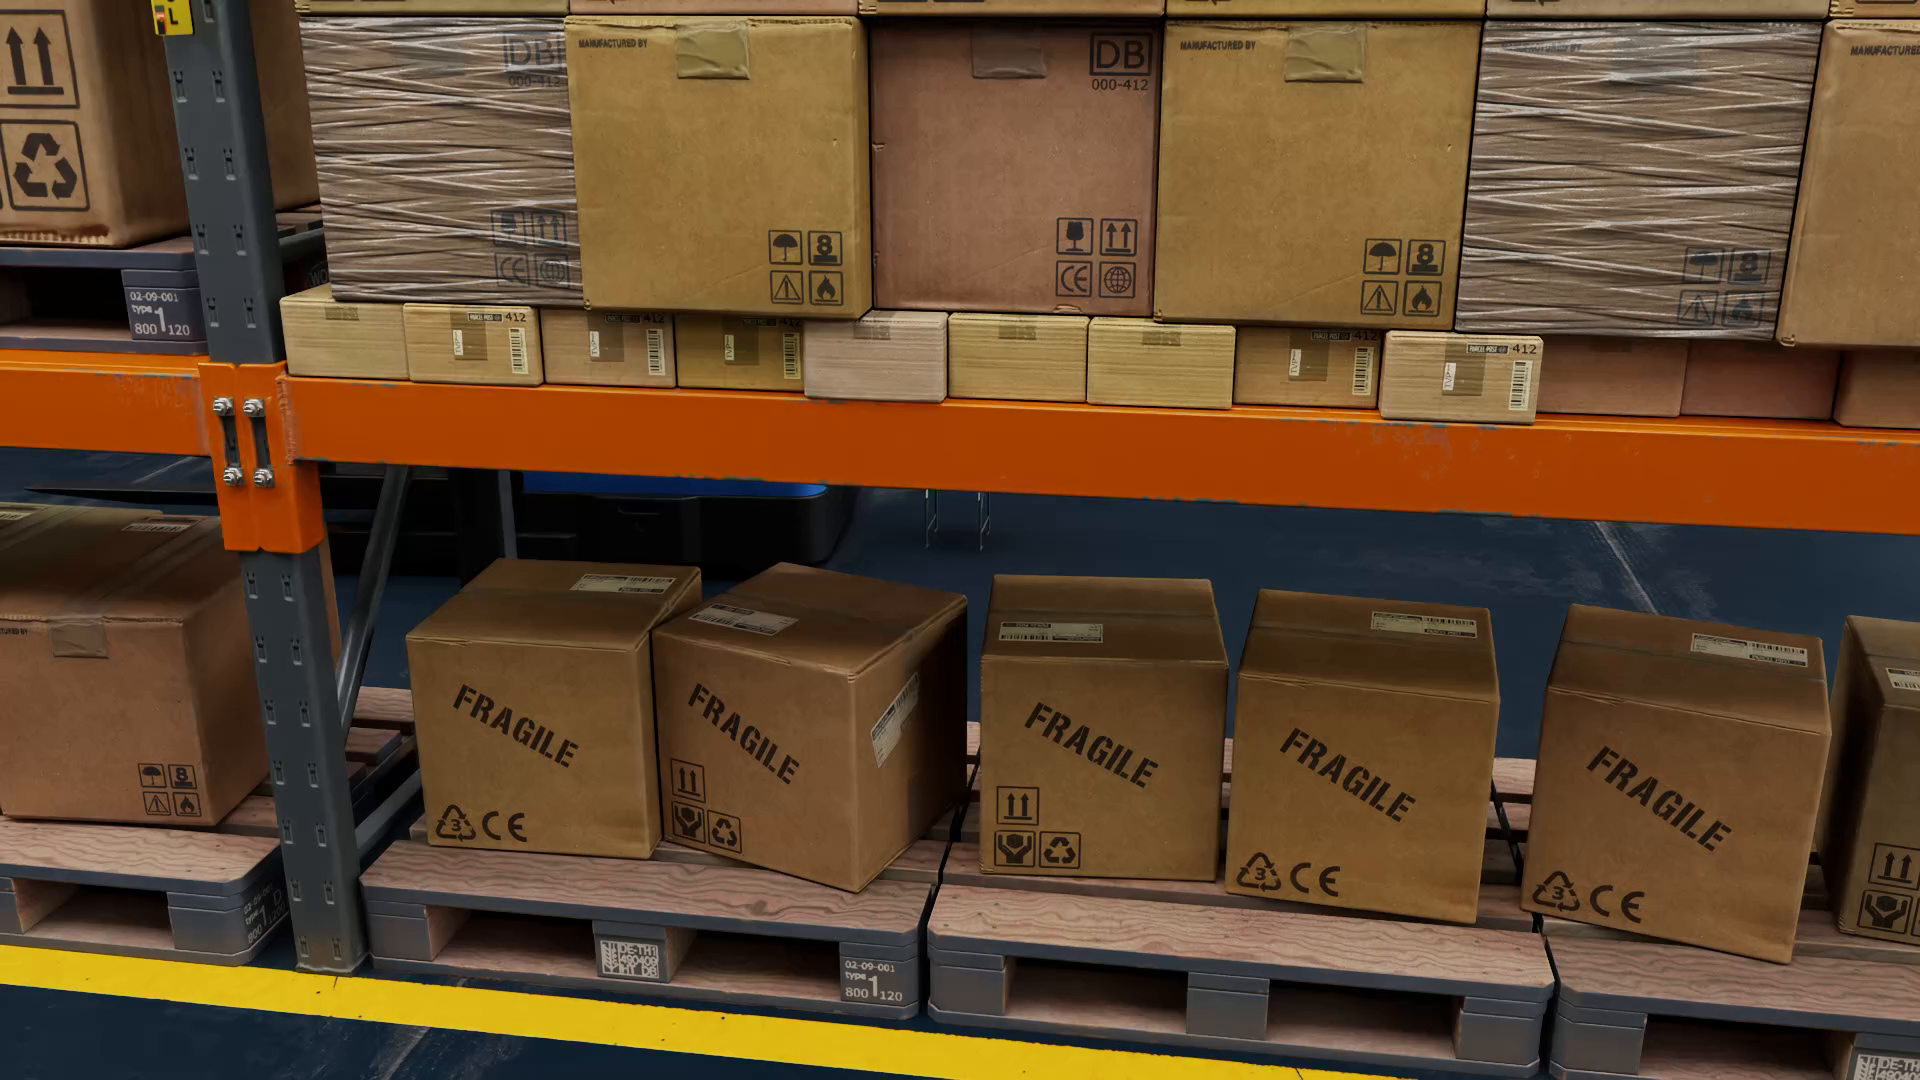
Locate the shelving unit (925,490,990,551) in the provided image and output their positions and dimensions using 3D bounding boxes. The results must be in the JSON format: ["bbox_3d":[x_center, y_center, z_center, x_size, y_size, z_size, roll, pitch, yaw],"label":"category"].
[{"bbox_3d":[-0.008,-0.427,6.162,0.210,0.900,0.258,3,19,9],"label":"shelving unit"}]

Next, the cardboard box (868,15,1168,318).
[{"bbox_3d":[0.159,-0.770,3.251,0.500,0.500,0.875,3,19,9],"label":"cardboard box"}]

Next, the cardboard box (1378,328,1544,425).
[{"bbox_3d":[0.864,-0.325,2.943,0.250,0.149,0.380,3,19,9],"label":"cardboard box"}]

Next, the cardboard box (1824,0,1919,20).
[{"bbox_3d":[1.599,-1.088,2.626,0.500,0.500,0.500,3,19,9],"label":"cardboard box"}]

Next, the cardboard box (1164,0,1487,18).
[{"bbox_3d":[0.614,-1.142,2.786,0.500,0.500,0.500,3,19,9],"label":"cardboard box"}]

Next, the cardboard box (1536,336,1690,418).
[{"bbox_3d":[1.125,-0.340,2.989,0.250,0.149,0.380,3,19,9],"label":"cardboard box"}]

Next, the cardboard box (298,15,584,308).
[{"bbox_3d":[-0.839,-0.800,3.340,0.500,0.500,0.875,3,19,9],"label":"cardboard box"}]

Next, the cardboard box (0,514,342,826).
[{"bbox_3d":[-1.876,0.286,3.968,0.500,0.500,0.700,1,19,4],"label":"cardboard box"}]

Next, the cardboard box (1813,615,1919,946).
[{"bbox_3d":[2.062,0.498,3.366,0.500,0.500,0.500,7,20,19],"label":"cardboard box"}]

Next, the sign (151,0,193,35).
[{"bbox_3d":[-1.358,-1.028,2.824,0.005,0.325,0.100,3,19,9],"label":"sign"}]

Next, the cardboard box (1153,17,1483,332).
[{"bbox_3d":[0.646,-0.732,3.137,0.500,0.500,0.875,3,19,9],"label":"cardboard box"}]

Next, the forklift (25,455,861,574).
[{"bbox_3d":[-1.940,-1.438,5.982,3.031,2.935,1.130,1,19,4],"label":"forklift"}]

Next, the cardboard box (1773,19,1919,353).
[{"bbox_3d":[1.625,-0.664,2.935,0.500,0.500,0.875,3,19,9],"label":"cardboard box"}]

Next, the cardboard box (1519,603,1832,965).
[{"bbox_3d":[1.467,0.478,3.424,0.500,0.500,0.500,8,20,23],"label":"cardboard box"}]

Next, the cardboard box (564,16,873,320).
[{"bbox_3d":[-0.351,-0.764,3.231,0.500,0.500,0.875,3,19,9],"label":"cardboard box"}]

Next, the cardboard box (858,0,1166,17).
[{"bbox_3d":[0.118,-1.164,2.851,0.500,0.500,0.500,3,19,9],"label":"cardboard box"}]

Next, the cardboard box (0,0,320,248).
[{"bbox_3d":[-2.035,-1.221,3.617,1.000,1.000,1.000,3,19,9],"label":"cardboard box"}]

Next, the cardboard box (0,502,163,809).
[{"bbox_3d":[-2.344,0.256,4.057,0.500,0.500,0.700,3,19,8],"label":"cardboard box"}]

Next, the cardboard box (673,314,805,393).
[{"bbox_3d":[-0.364,-0.399,3.164,0.250,0.149,0.380,3,19,9],"label":"cardboard box"}]

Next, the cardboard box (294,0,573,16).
[{"bbox_3d":[-0.869,-1.214,3.001,0.500,0.500,0.500,3,19,9],"label":"cardboard box"}]

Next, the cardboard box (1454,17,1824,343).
[{"bbox_3d":[1.138,-0.703,3.050,0.500,0.500,0.875,3,19,9],"label":"cardboard box"}]

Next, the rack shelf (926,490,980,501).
[{"bbox_3d":[-0.008,-0.225,6.229,0.200,0.077,0.258,3,19,9],"label":"rack shelf"}]

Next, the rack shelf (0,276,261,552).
[{"bbox_3d":[-3.248,-0.413,3.943,4.000,0.370,1.077,3,19,9],"label":"rack shelf"}]

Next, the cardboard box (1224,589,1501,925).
[{"bbox_3d":[0.852,0.441,3.536,0.500,0.500,0.500,5,19,14],"label":"cardboard box"}]

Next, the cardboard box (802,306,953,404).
[{"bbox_3d":[-0.124,-0.373,3.088,0.250,0.149,0.380,3,19,9],"label":"cardboard box"}]

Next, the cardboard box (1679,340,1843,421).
[{"bbox_3d":[1.376,-0.335,2.972,0.250,0.149,0.380,3,19,9],"label":"cardboard box"}]

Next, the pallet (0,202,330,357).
[{"bbox_3d":[-2.005,-0.646,3.810,1.213,0.211,1.003,3,19,9],"label":"pallet"}]

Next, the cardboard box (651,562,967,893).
[{"bbox_3d":[-0.318,0.392,3.682,0.500,0.500,0.500,9,21,26],"label":"cardboard box"}]

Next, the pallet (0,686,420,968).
[{"bbox_3d":[-2.042,0.630,4.086,1.213,0.211,1.003,3,19,9],"label":"pallet"}]

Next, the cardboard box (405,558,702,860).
[{"bbox_3d":[-0.884,0.366,3.761,0.500,0.500,0.500,2,19,7],"label":"cardboard box"}]

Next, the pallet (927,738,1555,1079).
[{"bbox_3d":[0.604,0.752,3.722,1.213,0.211,1.003,3,19,9],"label":"pallet"}]

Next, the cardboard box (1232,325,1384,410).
[{"bbox_3d":[0.629,-0.359,3.046,0.250,0.149,0.380,3,19,9],"label":"cardboard box"}]

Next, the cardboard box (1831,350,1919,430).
[{"bbox_3d":[1.616,-0.309,2.896,0.250,0.149,0.380,3,19,9],"label":"cardboard box"}]

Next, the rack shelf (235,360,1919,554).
[{"bbox_3d":[0.702,-0.211,3.342,4.000,0.370,1.077,3,19,9],"label":"rack shelf"}]

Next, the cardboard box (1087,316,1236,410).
[{"bbox_3d":[0.375,-0.358,3.041,0.250,0.149,0.380,3,19,9],"label":"cardboard box"}]

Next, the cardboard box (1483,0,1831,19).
[{"bbox_3d":[1.106,-1.114,2.704,0.500,0.500,0.500,3,19,9],"label":"cardboard box"}]

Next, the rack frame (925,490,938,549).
[{"bbox_3d":[-0.108,-0.432,6.177,0.006,0.900,0.240,3,19,9],"label":"rack frame"}]

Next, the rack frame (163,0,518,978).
[{"bbox_3d":[-1.273,-0.653,3.528,0.127,3.000,1.000,3,19,9],"label":"rack frame"}]

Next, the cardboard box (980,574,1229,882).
[{"bbox_3d":[0.308,0.399,3.662,0.500,0.500,0.500,1,19,4],"label":"cardboard box"}]

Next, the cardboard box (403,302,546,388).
[{"bbox_3d":[-0.864,-0.412,3.204,0.250,0.149,0.380,3,19,9],"label":"cardboard box"}]

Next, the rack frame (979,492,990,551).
[{"bbox_3d":[0.092,-0.422,6.146,0.006,0.900,0.240,3,19,9],"label":"rack frame"}]

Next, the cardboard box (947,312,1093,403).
[{"bbox_3d":[0.130,-0.374,3.089,0.250,0.149,0.380,3,19,9],"label":"cardboard box"}]

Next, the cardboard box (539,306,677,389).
[{"bbox_3d":[-0.613,-0.409,3.193,0.250,0.149,0.380,3,19,9],"label":"cardboard box"}]

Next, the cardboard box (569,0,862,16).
[{"bbox_3d":[-0.375,-1.189,2.927,0.500,0.500,0.500,3,19,9],"label":"cardboard box"}]

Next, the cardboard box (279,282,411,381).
[{"bbox_3d":[-1.109,-0.429,3.254,0.250,0.149,0.380,3,19,9],"label":"cardboard box"}]

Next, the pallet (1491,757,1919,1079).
[{"bbox_3d":[1.805,0.815,3.536,1.213,0.211,1.003,3,19,9],"label":"pallet"}]

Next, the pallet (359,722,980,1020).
[{"bbox_3d":[-0.604,0.692,3.903,1.213,0.211,1.003,3,19,9],"label":"pallet"}]
